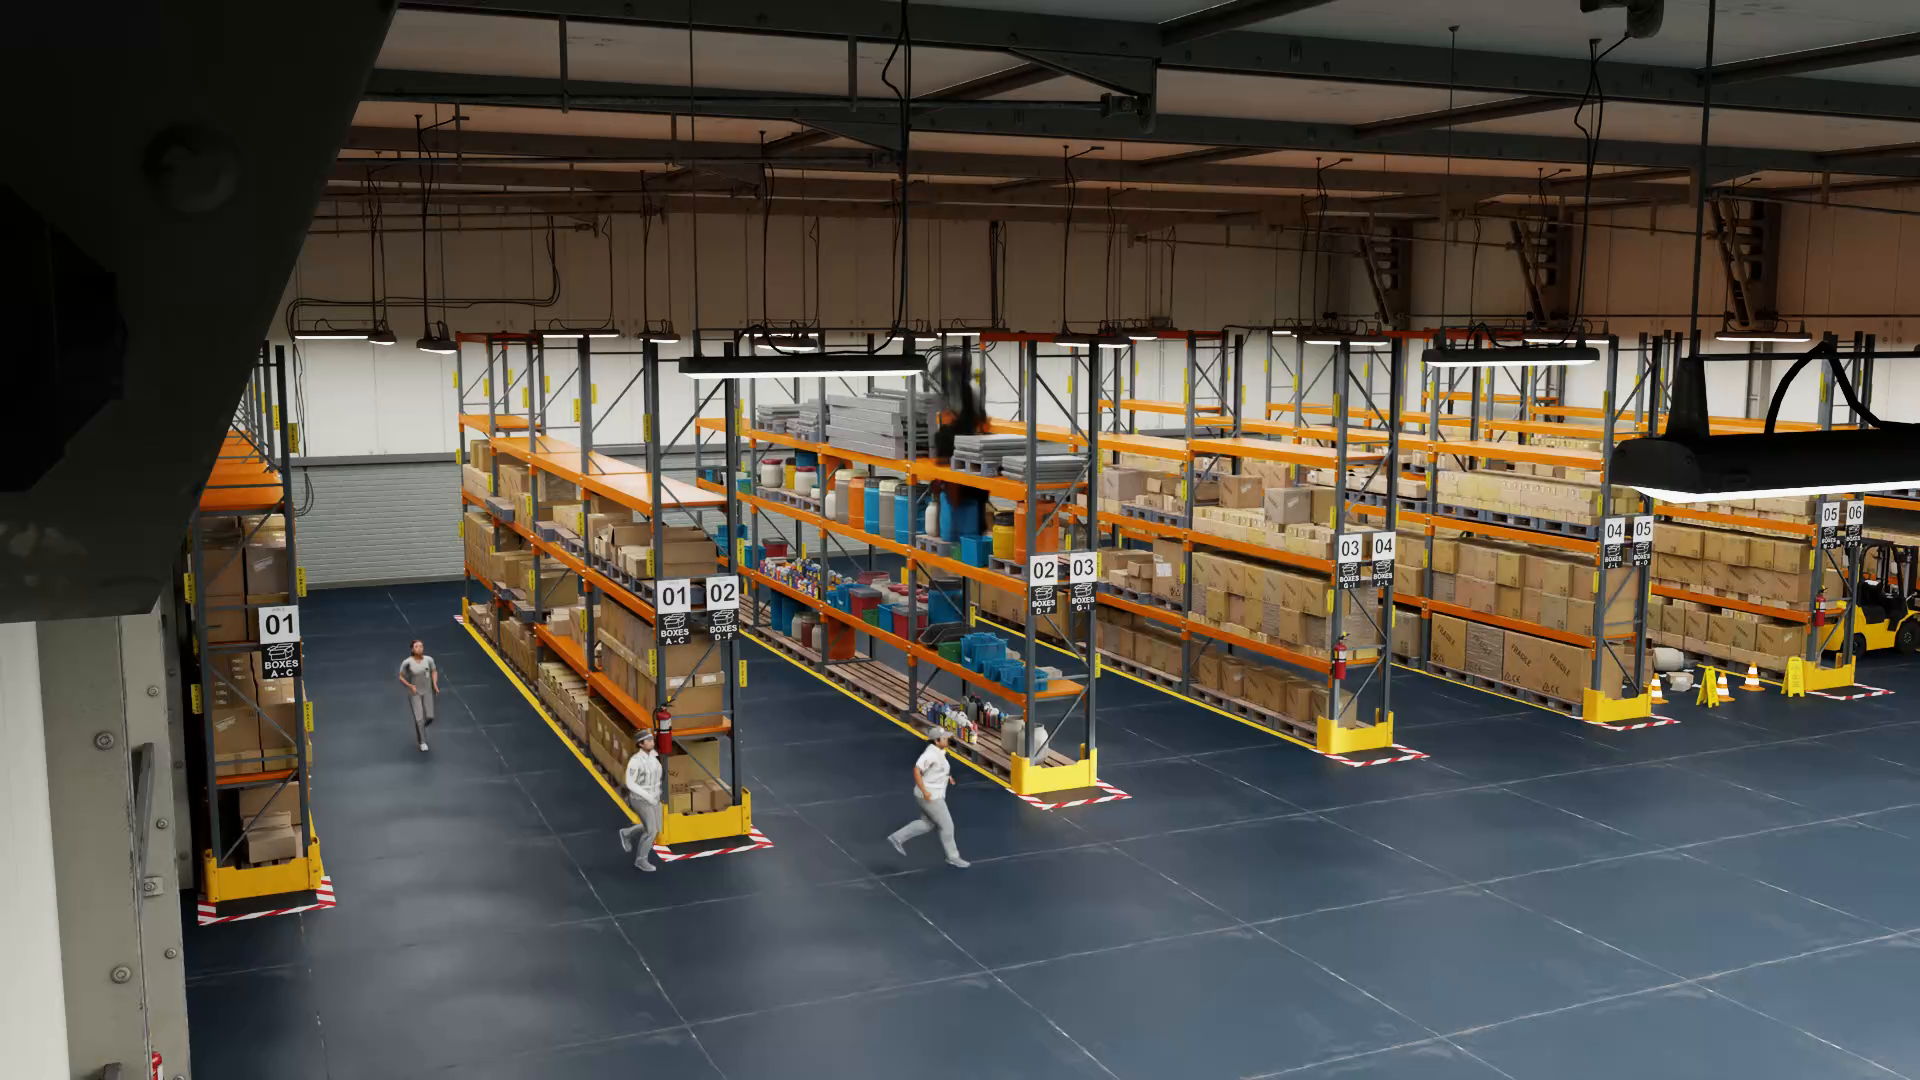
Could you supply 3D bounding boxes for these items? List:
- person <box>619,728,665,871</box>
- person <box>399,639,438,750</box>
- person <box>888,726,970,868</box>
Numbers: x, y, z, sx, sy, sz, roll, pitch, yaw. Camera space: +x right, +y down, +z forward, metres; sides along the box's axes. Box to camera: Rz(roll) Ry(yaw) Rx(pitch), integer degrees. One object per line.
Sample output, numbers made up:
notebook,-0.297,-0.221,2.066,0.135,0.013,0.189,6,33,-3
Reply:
person,-3.637,2.960,19.115,0.582,1.669,0.641,3,8,23
person,-7.937,2.253,24.420,0.565,1.630,0.572,-5,9,-30
person,-0.345,2.956,19.118,0.929,1.668,0.629,0,8,2
